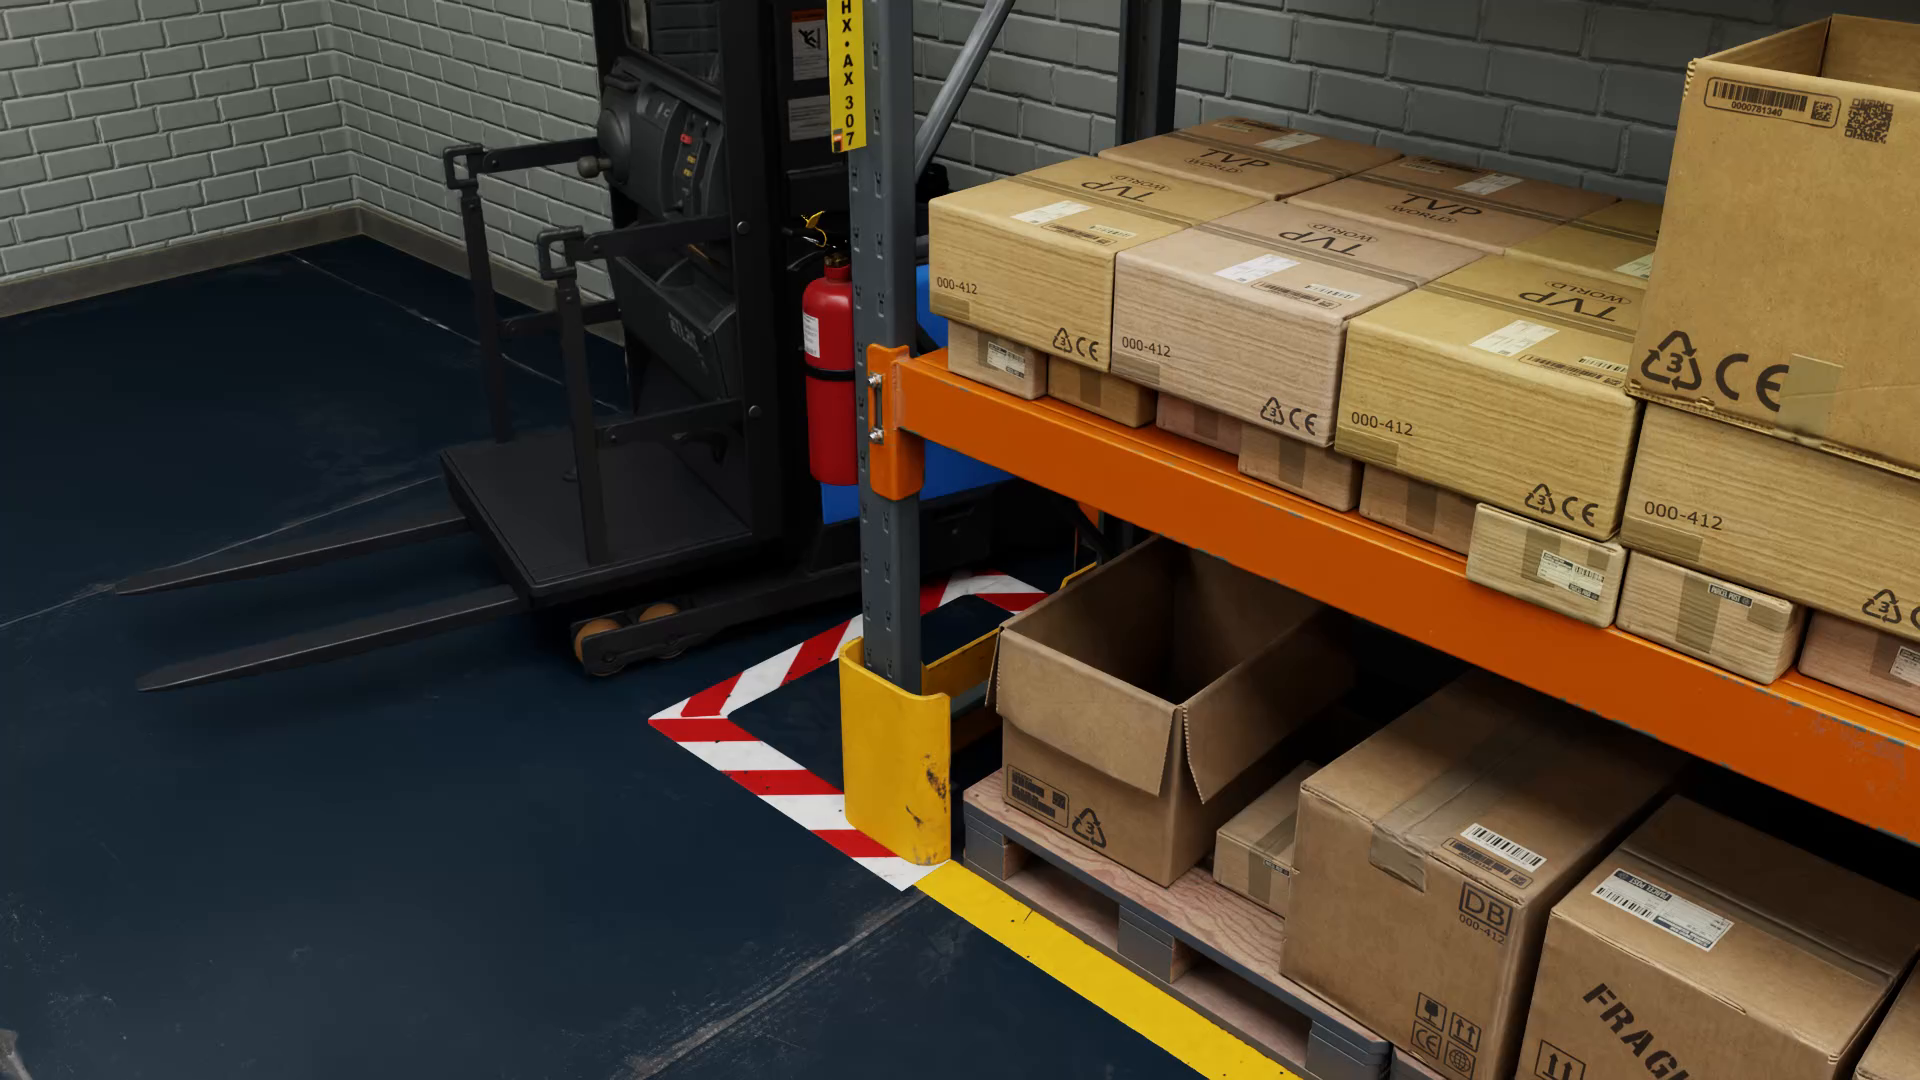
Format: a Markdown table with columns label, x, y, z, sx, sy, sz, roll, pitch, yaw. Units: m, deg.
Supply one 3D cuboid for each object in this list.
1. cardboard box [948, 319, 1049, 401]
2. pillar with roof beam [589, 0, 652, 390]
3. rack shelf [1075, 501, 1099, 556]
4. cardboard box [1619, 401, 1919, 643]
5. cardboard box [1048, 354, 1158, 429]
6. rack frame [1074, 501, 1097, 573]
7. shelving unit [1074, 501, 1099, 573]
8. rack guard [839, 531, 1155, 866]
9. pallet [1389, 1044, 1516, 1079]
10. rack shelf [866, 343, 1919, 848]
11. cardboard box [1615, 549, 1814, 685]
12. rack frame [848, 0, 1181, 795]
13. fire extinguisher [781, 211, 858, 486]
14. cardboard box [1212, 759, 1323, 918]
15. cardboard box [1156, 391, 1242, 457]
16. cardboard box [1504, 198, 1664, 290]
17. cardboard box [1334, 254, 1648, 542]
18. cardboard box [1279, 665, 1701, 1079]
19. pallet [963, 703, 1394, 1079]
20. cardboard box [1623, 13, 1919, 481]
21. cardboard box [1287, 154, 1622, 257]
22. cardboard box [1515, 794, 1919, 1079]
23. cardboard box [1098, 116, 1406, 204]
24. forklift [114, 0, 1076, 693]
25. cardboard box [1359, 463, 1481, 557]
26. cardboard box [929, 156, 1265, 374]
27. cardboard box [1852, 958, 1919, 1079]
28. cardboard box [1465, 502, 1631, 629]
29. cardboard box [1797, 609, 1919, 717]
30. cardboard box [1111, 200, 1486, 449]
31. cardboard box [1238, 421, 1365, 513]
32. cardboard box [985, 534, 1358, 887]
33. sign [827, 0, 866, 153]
| label | x | y | z | sx | sy | sz | roll | pitch | yaw |
| --- | --- | --- | --- | --- | --- | --- | --- | --- | --- |
| cardboard box | 0.191 | -0.459 | 3.669 | 0.250 | 0.149 | 0.380 | 24 | 36 | 38 |
| pillar with roof beam | -4.160 | -3.174 | 2.117 | 0.400 | 9.000 | 9.100 | 25 | 36 | 38 |
| rack shelf | 0.533 | -0.057 | 5.349 | 0.215 | 0.259 | 0.240 | -25 | 37 | -39 |
| cardboard box | 1.387 | -0.108 | 2.573 | 0.500 | 0.250 | 0.500 | 23 | 36 | 37 |
| cardboard box | 0.405 | -0.391 | 3.541 | 0.380 | 0.149 | 0.250 | -24 | 36 | -38 |
| rack frame | 0.448 | -0.353 | 5.291 | 0.200 | 1.050 | 0.008 | -25 | 37 | -39 |
| shelving unit | 0.534 | -0.312 | 5.214 | 0.215 | 1.050 | 0.252 | -25 | 37 | -39 |
| rack guard | 0.203 | 0.363 | 4.523 | 0.348 | 0.500 | 1.175 | 25 | 36 | 38 |
| pallet | 1.638 | 1.149 | 3.339 | 1.213 | 0.211 | 1.003 | 25 | 36 | 38 |
| rack shelf | 1.575 | 0.203 | 2.914 | 4.000 | 0.370 | 1.077 | 25 | 36 | 38 |
| cardboard box | 1.277 | 0.057 | 2.688 | 0.380 | 0.149 | 0.250 | -24 | 36 | -38 |
| rack frame | 0.149 | -0.768 | 3.988 | 0.127 | 3.000 | 1.000 | 25 | 36 | 38 |
| fire extinguisher | -0.280 | -0.464 | 3.892 | 0.183 | 0.674 | 0.296 | 25 | 36 | 38 |
| cardboard box | 0.794 | 0.690 | 3.826 | 0.250 | 0.149 | 0.380 | 23 | 35 | 37 |
| cardboard box | 0.617 | -0.317 | 3.400 | 0.250 | 0.149 | 0.380 | 24 | 36 | 38 |
| cardboard box | 1.380 | -0.440 | 3.205 | 0.500 | 0.250 | 0.500 | -24 | 36 | -38 |
| cardboard box | 1.007 | -0.267 | 2.877 | 0.500 | 0.250 | 0.500 | 24 | 36 | 37 |
| cardboard box | 1.101 | 0.675 | 3.478 | 0.700 | 0.500 | 0.500 | -24 | 36 | -37 |
| pallet | 0.772 | 0.751 | 4.096 | 1.213 | 0.211 | 1.003 | 25 | 36 | 38 |
| cardboard box | 1.353 | -0.439 | 2.397 | 0.500 | 0.500 | 0.500 | -24 | 36 | -38 |
| cardboard box | 1.030 | -0.603 | 3.515 | 0.500 | 0.250 | 0.500 | 25 | 36 | 39 |
| cardboard box | 1.408 | 0.881 | 3.087 | 0.500 | 0.500 | 0.500 | -24 | 36 | -38 |
| cardboard box | 0.663 | -0.772 | 3.836 | 0.500 | 0.250 | 0.500 | -24 | 36 | -38 |
| forklift | -1.066 | -1.172 | 4.830 | 3.031 | 2.935 | 1.130 | -15 | 31 | -26 |
| cardboard box | 0.947 | -0.129 | 3.043 | 0.380 | 0.149 | 0.250 | -25 | 36 | -38 |
| cardboard box | 0.284 | -0.596 | 3.502 | 0.500 | 0.250 | 0.500 | 25 | 37 | 39 |
| cardboard box | 1.841 | 1.014 | 2.834 | 0.500 | 0.500 | 0.700 | 23 | 35 | 37 |
| cardboard box | 1.075 | -0.022 | 2.839 | 0.250 | 0.149 | 0.380 | 23 | 36 | 37 |
| cardboard box | 1.509 | 0.118 | 2.572 | 0.250 | 0.149 | 0.380 | 24 | 36 | 38 |
| cardboard box | 0.643 | -0.432 | 3.189 | 0.500 | 0.250 | 0.500 | -25 | 37 | -39 |
| cardboard box | 0.754 | -0.214 | 3.204 | 0.380 | 0.149 | 0.250 | -24 | 36 | -38 |
| cardboard box | 0.519 | 0.382 | 4.032 | 0.637 | 0.503 | 0.797 | 23 | 35 | 37 |
| sign | -0.231 | -0.971 | 3.444 | 0.005 | 0.325 | 0.100 | 25 | 36 | 38 |
